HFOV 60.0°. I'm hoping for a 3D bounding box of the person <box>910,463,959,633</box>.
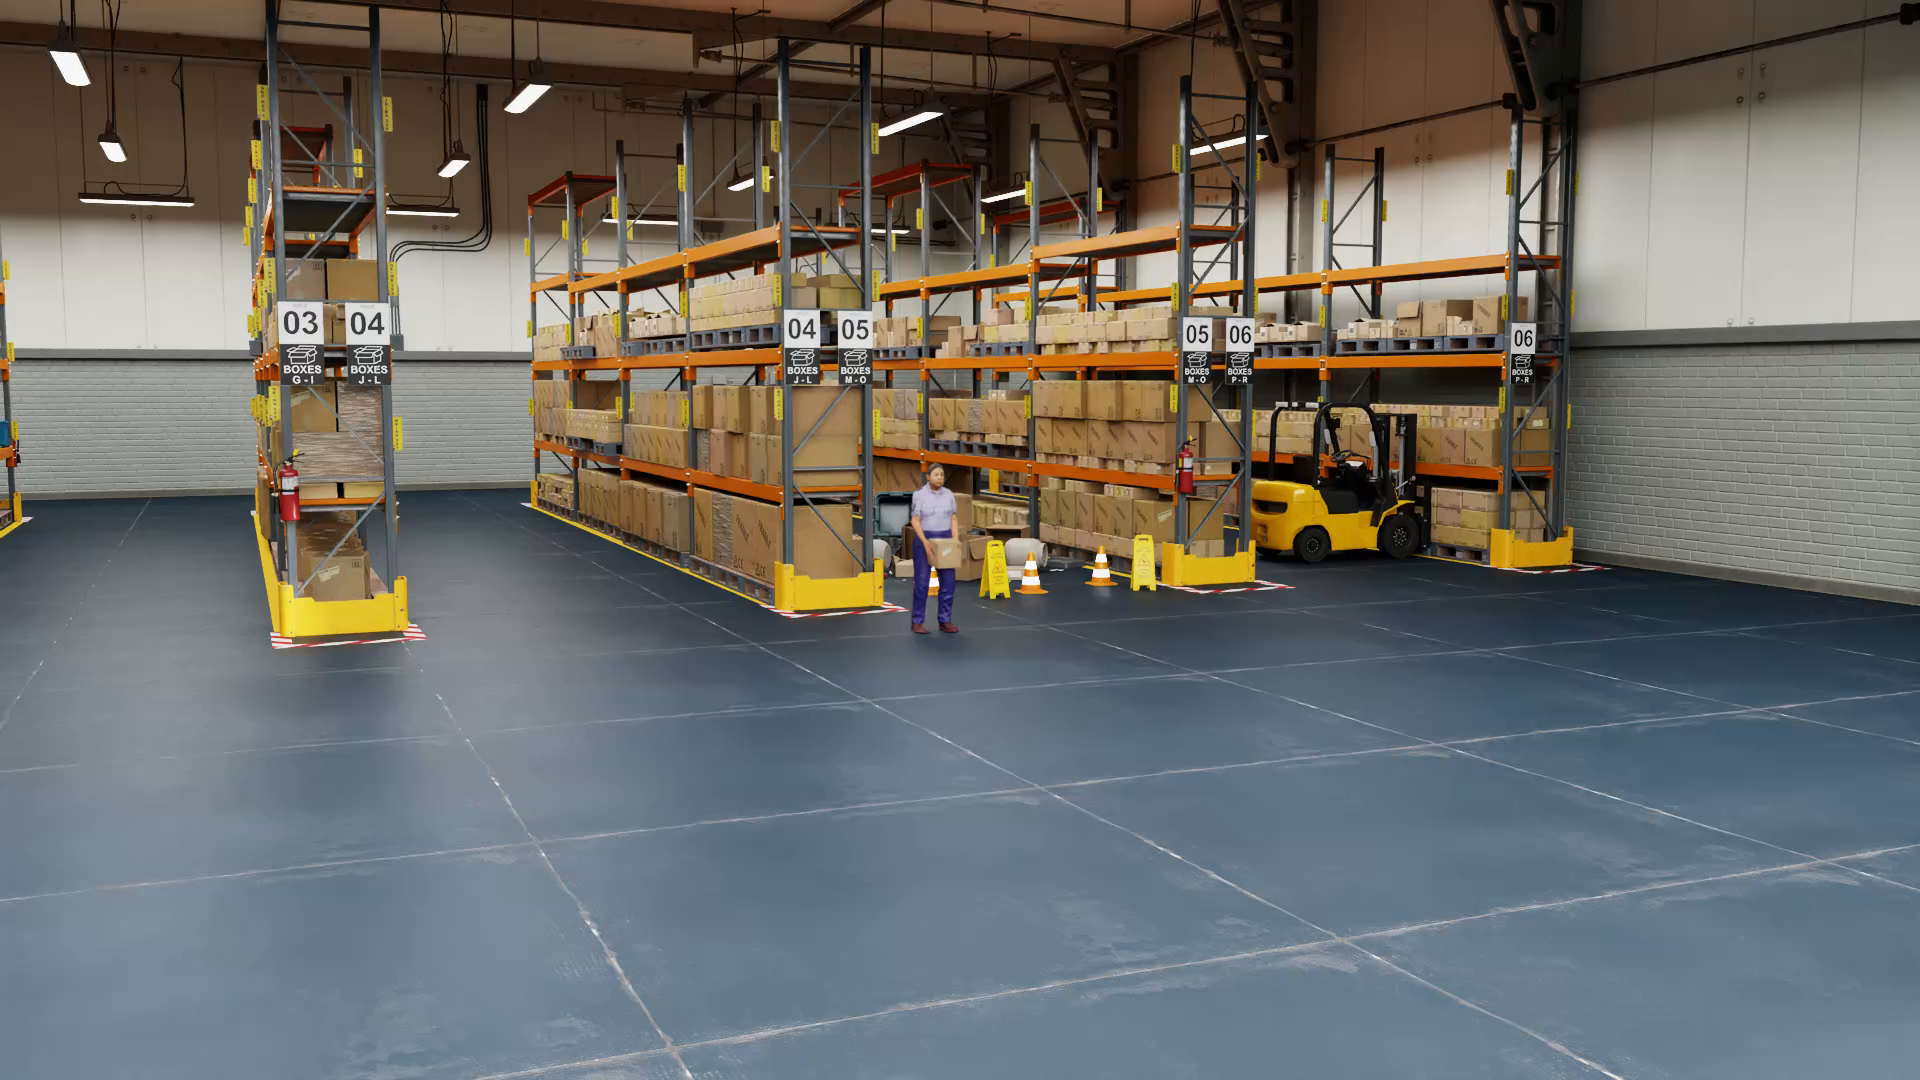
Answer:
[{"bbox_3d":[-0.241,0.071,16.284,0.506,1.656,0.423,-3,6,-25],"label":"person"}]
